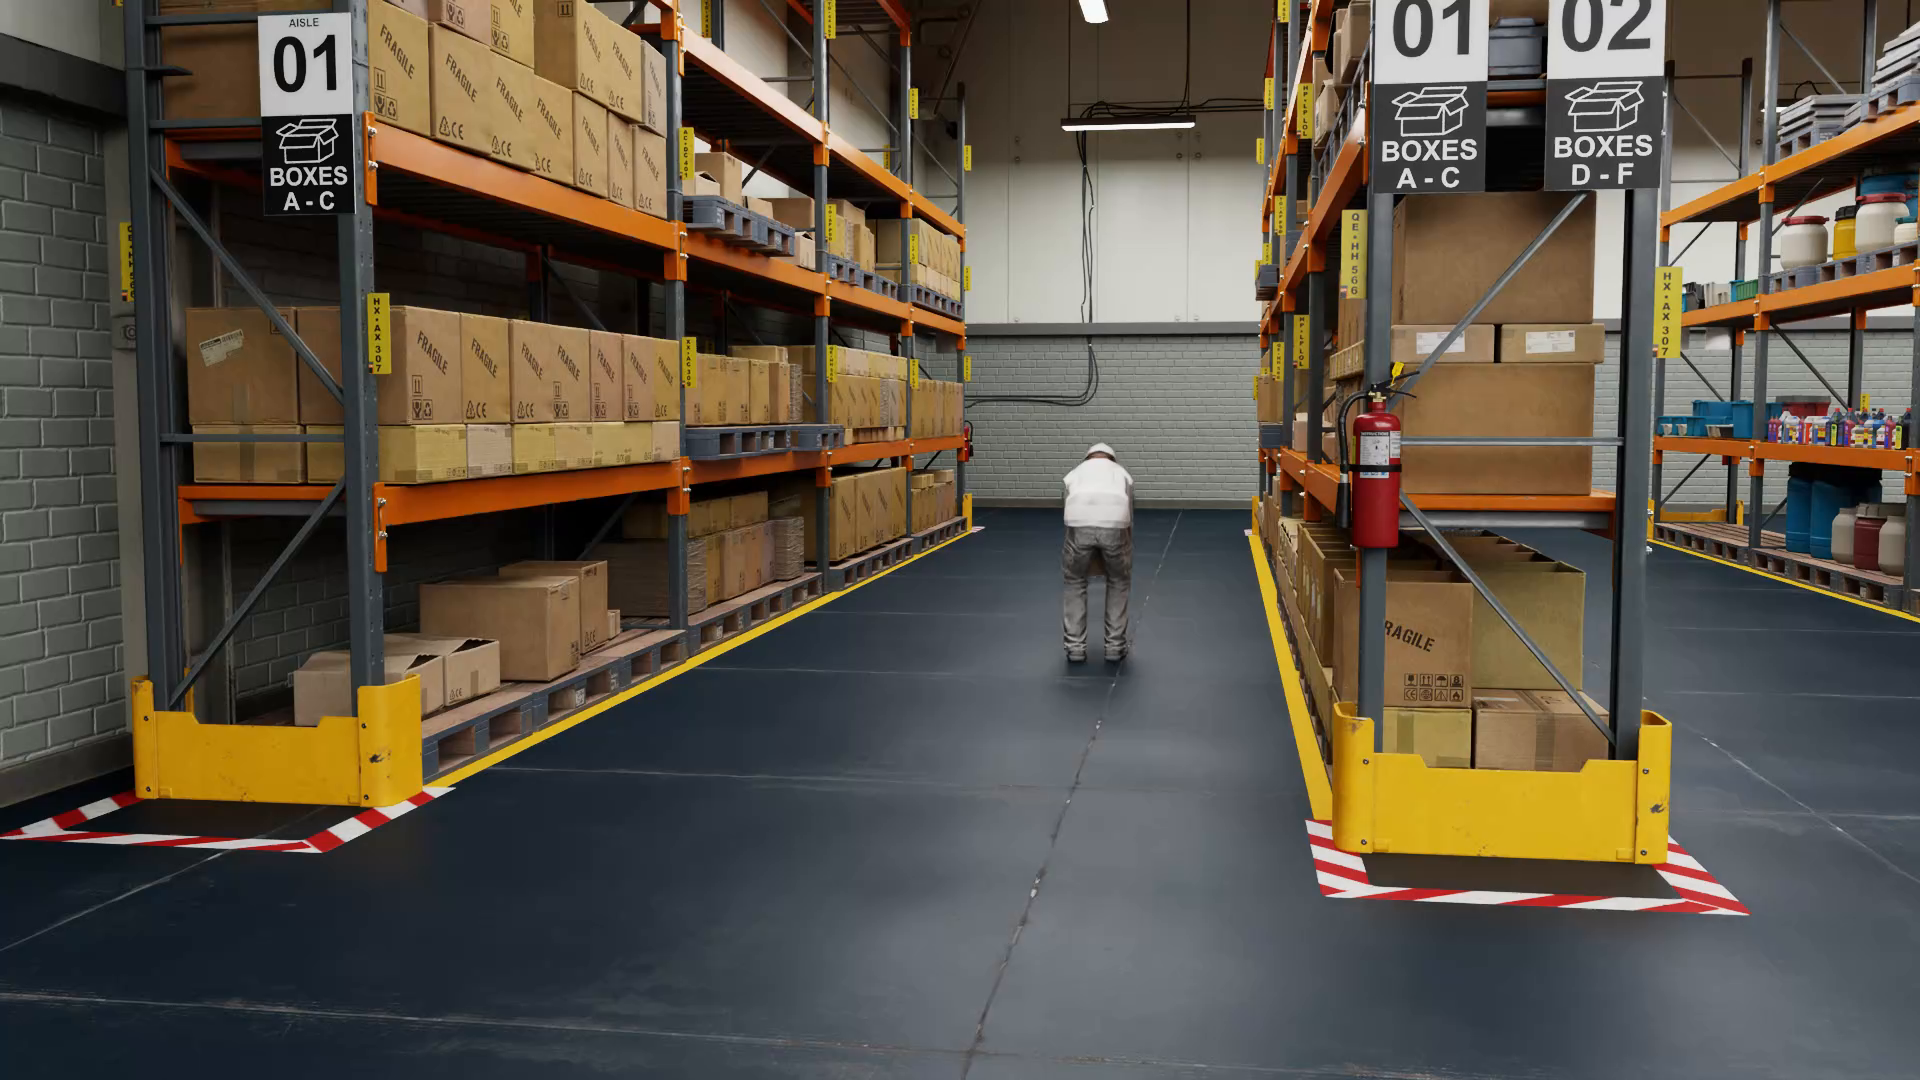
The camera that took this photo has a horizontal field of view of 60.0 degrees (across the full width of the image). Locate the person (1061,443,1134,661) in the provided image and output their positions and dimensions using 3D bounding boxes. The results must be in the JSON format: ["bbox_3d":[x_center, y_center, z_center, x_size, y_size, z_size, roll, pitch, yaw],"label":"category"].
[{"bbox_3d":[0.916,0.065,11.058,0.473,1.404,0.903,1,4,7],"label":"person"}]
